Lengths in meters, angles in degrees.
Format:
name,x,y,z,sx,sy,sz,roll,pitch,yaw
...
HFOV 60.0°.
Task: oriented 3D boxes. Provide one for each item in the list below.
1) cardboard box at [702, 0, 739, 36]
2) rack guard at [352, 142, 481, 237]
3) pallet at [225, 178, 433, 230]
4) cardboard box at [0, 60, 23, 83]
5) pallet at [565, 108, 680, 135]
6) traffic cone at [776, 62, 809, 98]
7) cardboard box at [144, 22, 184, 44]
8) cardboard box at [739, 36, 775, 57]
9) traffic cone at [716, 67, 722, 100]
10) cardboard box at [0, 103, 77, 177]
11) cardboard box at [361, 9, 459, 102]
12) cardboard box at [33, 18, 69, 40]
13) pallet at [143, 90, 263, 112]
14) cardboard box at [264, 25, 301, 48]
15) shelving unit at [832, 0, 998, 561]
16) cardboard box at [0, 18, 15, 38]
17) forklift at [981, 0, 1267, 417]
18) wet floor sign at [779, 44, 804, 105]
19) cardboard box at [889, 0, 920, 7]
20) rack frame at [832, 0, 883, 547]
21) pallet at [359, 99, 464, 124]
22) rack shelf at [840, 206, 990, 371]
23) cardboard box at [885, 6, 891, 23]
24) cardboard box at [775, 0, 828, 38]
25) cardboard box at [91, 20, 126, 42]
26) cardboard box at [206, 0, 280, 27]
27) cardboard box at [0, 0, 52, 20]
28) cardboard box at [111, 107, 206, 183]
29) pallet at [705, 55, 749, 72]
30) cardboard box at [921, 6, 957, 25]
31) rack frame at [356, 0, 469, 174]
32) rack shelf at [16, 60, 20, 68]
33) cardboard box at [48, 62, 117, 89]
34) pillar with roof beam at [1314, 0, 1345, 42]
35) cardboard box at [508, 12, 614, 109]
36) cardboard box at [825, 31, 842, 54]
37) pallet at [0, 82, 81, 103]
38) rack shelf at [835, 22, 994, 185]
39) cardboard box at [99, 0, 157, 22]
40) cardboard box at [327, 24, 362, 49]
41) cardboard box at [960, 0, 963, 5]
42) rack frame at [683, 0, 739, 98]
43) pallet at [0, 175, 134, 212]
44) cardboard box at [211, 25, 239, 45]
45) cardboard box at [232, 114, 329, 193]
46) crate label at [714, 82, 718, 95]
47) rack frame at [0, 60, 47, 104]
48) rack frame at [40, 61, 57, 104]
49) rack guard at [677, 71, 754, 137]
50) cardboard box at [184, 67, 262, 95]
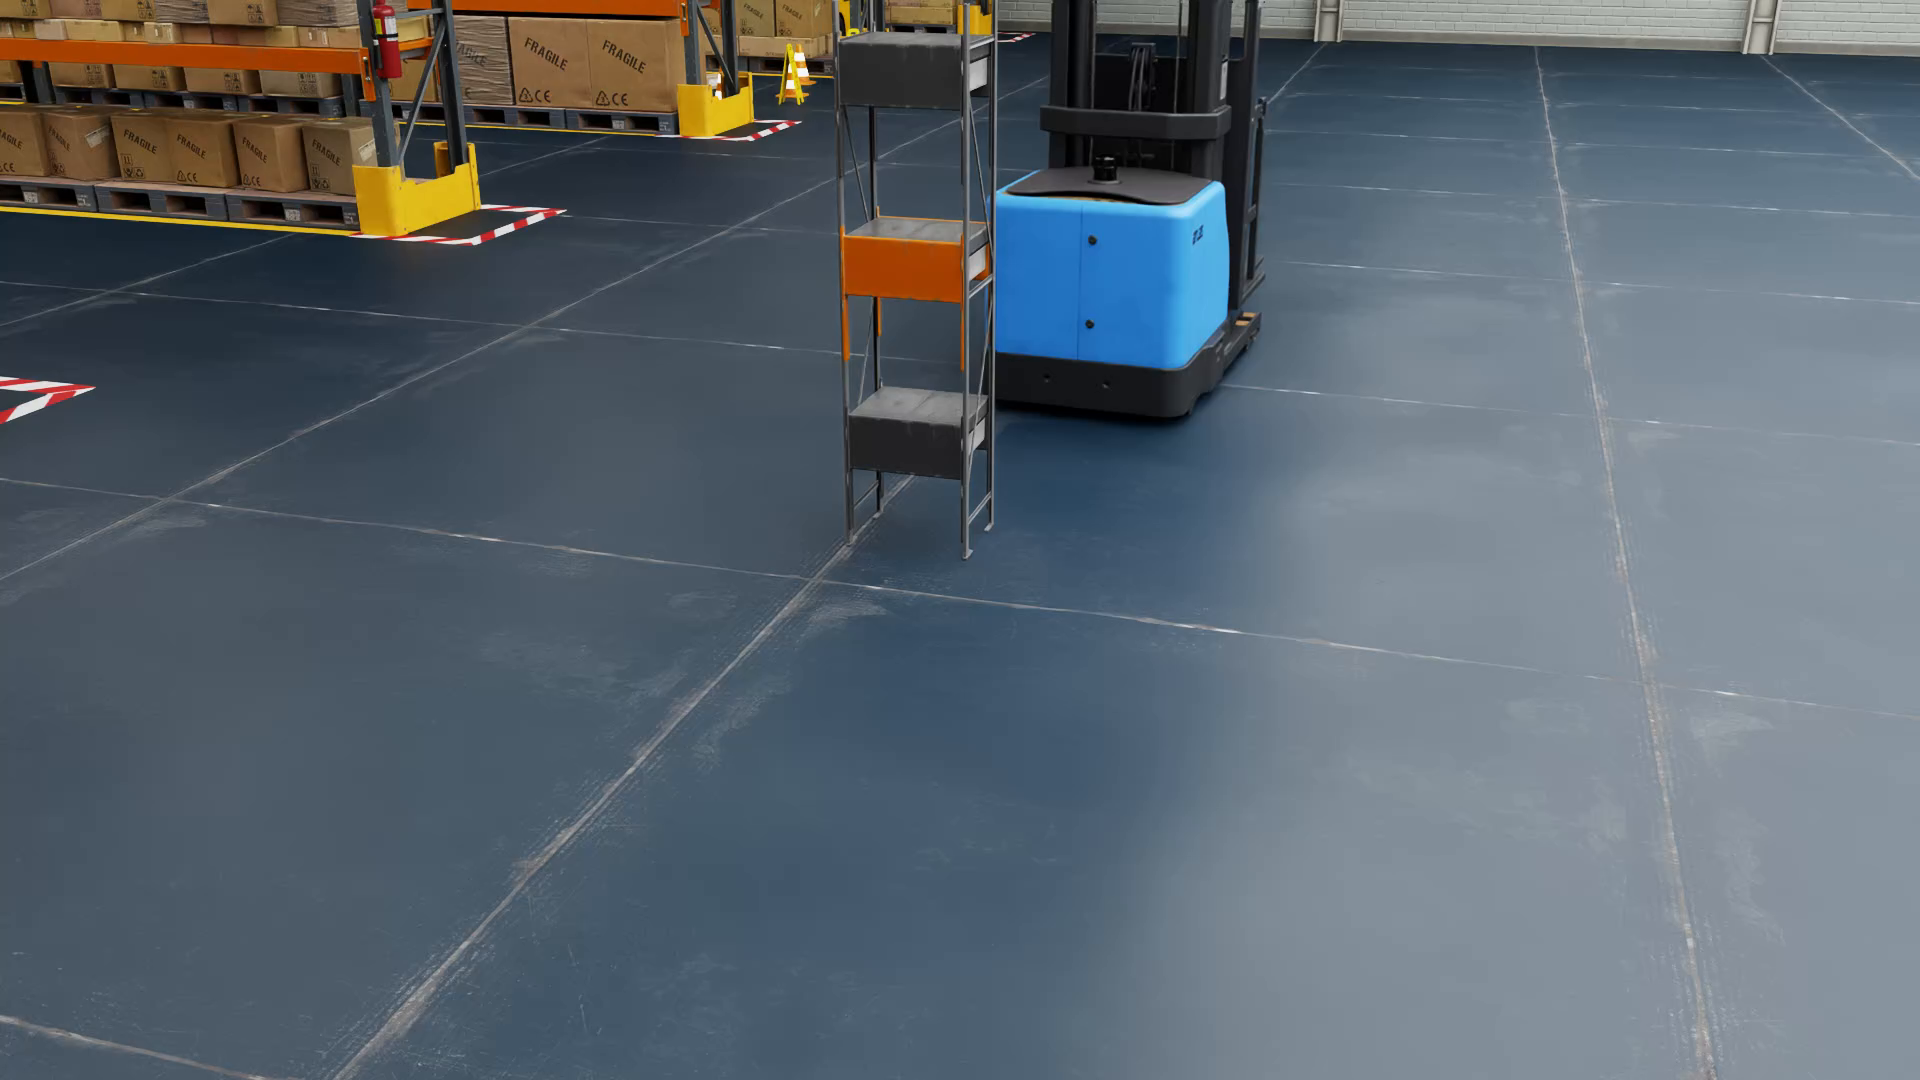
name,x,y,z,sx,sy,sz,roll,pitch,yaw
cardboard box,-3.001,-6.805,21.490,0.500,0.500,0.500,6,23,14
rack guard,-4.112,-2.680,12.646,0.348,0.500,1.175,7,23,16
pallet,-4.880,-2.649,12.949,1.213,0.211,1.003,7,23,16
cardboard box,-10.875,-5.512,18.995,0.500,0.500,0.500,6,23,15
pallet,-3.298,-4.389,17.191,1.213,0.211,1.003,7,23,15
traffic cone,-1.956,-5.393,19.309,0.334,0.463,0.336,7,23,16
cardboard box,-5.838,-3.795,12.400,0.250,0.149,0.380,7,23,16
cardboard box,-2.522,-6.402,21.494,0.500,0.250,0.500,7,23,16
traffic cone,-2.608,-5.020,18.399,0.334,0.463,0.336,7,23,16
cardboard box,-7.498,-3.247,13.473,0.500,0.500,0.500,6,23,14
cardboard box,-5.758,-5.175,17.680,0.875,0.875,0.875,7,23,16
cardboard box,-6.798,-3.902,12.662,0.250,0.149,0.380,7,23,16
pallet,-8.272,-4.958,18.580,1.213,0.211,1.003,7,23,16
cardboard box,-4.865,-3.705,12.181,0.250,0.149,0.380,7,23,16
shelving unit,-0.158,-0.990,6.416,0.503,2.100,0.431,7,23,16
cardboard box,-7.267,-3.969,12.823,0.250,0.149,0.380,7,23,16
forklift,1.094,-2.476,8.944,1.130,2.935,3.031,8,24,19
wet floor sign,-1.910,-5.247,18.710,0.232,0.644,0.267,3,22,6
cardboard box,-0.780,-8.385,25.671,0.500,0.250,0.500,6,23,15
rack frame,-0.392,-1.016,6.481,0.015,2.100,0.400,7,23,16
pallet,-5.634,-4.656,17.843,1.213,0.211,1.003,7,23,15
rack shelf,-0.158,-0.977,6.421,0.480,0.518,0.431,7,23,16
cardboard box,-1.237,-8.208,25.898,0.500,0.250,0.500,7,23,16
cardboard box,-2.019,-6.691,21.212,0.500,0.500,0.500,7,23,16
cardboard box,-6.310,-3.858,12.555,0.250,0.149,0.380,7,23,16
cardboard box,-5.071,-4.094,12.275,0.500,0.500,0.875,7,23,16
cardboard box,-6.988,-4.312,12.805,0.500,0.500,0.875,7,23,16
cardboard box,-6.330,-3.147,13.230,0.500,0.500,0.500,4,23,11
pallet,-3.181,-6.384,22.055,1.213,0.211,1.003,7,23,16
cardboard box,-0.288,-8.092,25.615,0.500,0.250,0.500,7,23,16
rack frame,-4.039,-3.829,12.151,0.127,3.000,1.000,7,23,16
rack shelf,-9.784,-4.154,13.891,4.000,0.370,1.077,7,23,16
cardboard box,-9.612,-5.551,18.760,0.750,0.750,1.050,6,23,15
pillar with roof beam,4.348,-10.191,19.756,0.400,9.000,9.100,7,23,16
cardboard box,-4.021,-4.977,17.197,0.875,0.875,0.875,6,23,15
cardboard box,-1.869,-6.540,21.832,0.500,0.250,0.500,6,23,15
pallet,-10.917,-5.293,19.395,1.213,0.211,1.003,7,23,16
rack shelf,-0.158,-1.625,6.155,0.480,0.518,0.431,7,23,16
cardboard box,-6.013,-4.224,12.590,0.500,0.500,0.875,7,23,16
cardboard box,-4.372,-3.669,12.092,0.250,0.149,0.380,7,23,16
cardboard box,-0.137,-8.514,25.984,0.500,0.250,0.500,7,23,16
rack frame,-2.510,-5.620,16.518,0.127,3.000,1.000,7,23,16
pallet,-7.216,-2.916,13.601,1.213,0.211,1.003,7,23,16
cardboard box,-5.328,-3.780,12.365,0.250,0.149,0.380,7,23,16
cardboard box,-5.215,-2.994,12.857,0.500,0.500,0.500,13,26,29
crate label,-2.727,-5.306,19.526,0.298,0.136,0.250,-5,23,-12
rack frame,-7.869,-4.267,13.220,0.127,3.000,1.000,7,23,16
rack frame,-10.169,-6.497,18.656,0.127,3.000,1.000,7,23,16
rack guard,-2.487,-4.461,16.986,0.348,0.500,1.175,7,23,16
cardboard box,-7.882,-5.354,18.281,0.750,0.750,1.050,7,23,15
